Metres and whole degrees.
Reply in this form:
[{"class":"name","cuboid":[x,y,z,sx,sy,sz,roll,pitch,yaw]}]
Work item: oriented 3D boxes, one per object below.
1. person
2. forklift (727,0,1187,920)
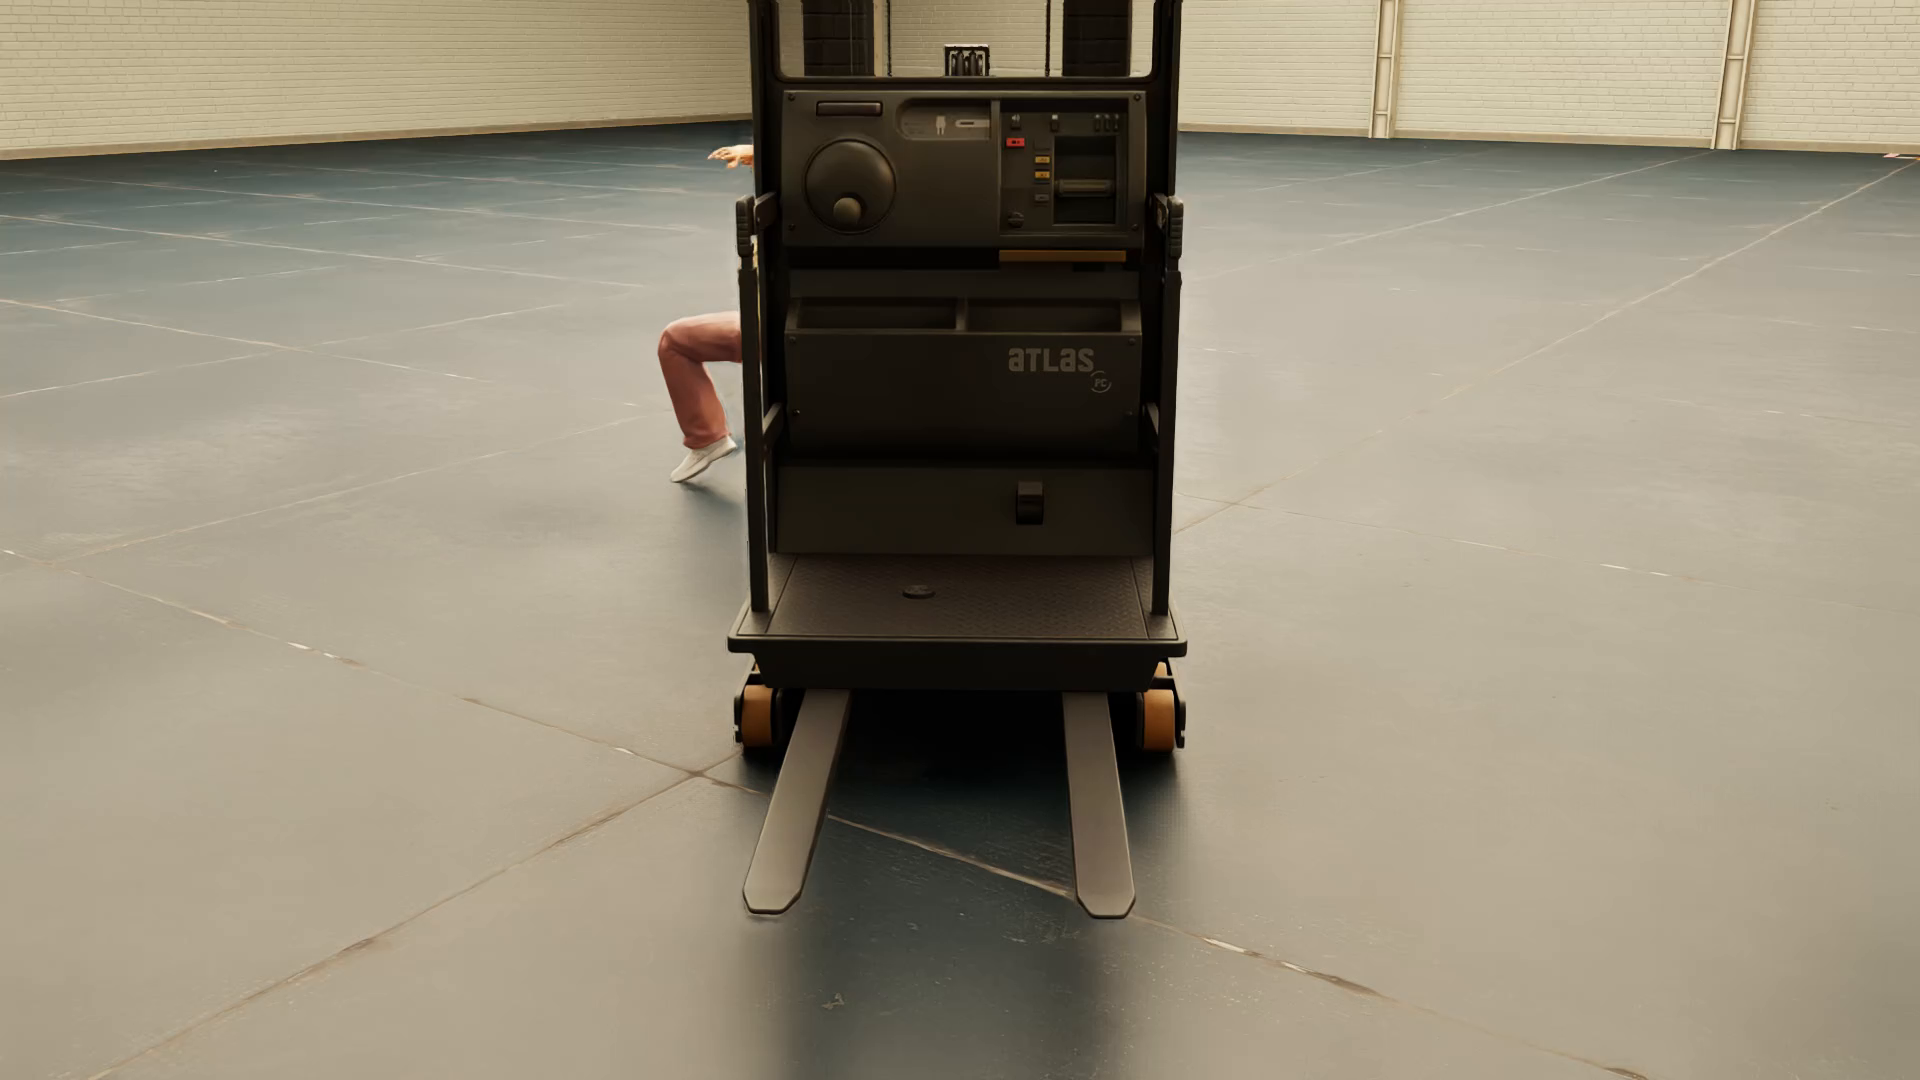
[{"class":"person","cuboid":[-0.847,-0.796,6.208,0.903,1.382,0.919,7,18,22]},{"class":"forklift","cuboid":[0.005,-0.961,4.045,1.130,2.935,3.031,0,17,2]}]
